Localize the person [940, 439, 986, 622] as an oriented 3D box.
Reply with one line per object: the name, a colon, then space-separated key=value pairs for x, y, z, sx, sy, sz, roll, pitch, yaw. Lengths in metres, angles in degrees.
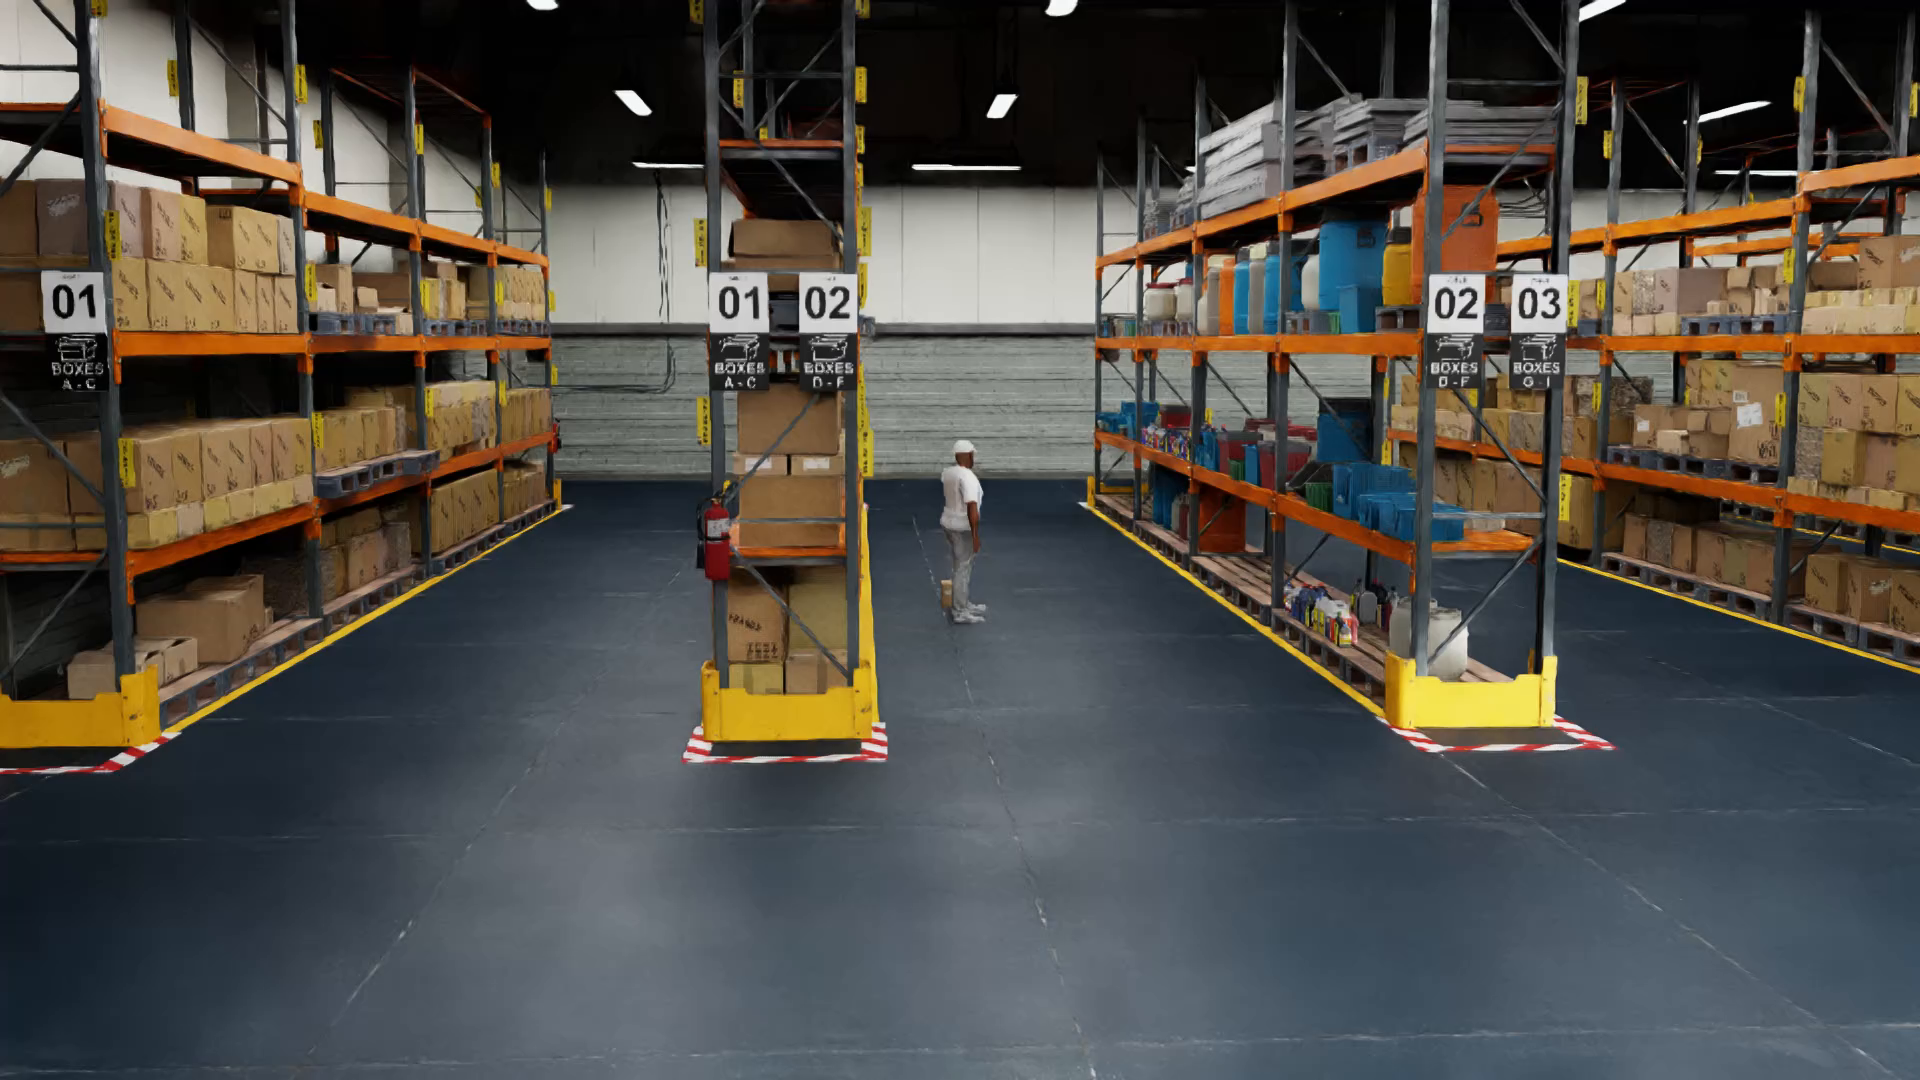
person: x=0.100 y=-0.102 z=16.291 sx=0.521 sy=1.768 sz=0.650 roll=-4 pitch=8 yaw=-28
